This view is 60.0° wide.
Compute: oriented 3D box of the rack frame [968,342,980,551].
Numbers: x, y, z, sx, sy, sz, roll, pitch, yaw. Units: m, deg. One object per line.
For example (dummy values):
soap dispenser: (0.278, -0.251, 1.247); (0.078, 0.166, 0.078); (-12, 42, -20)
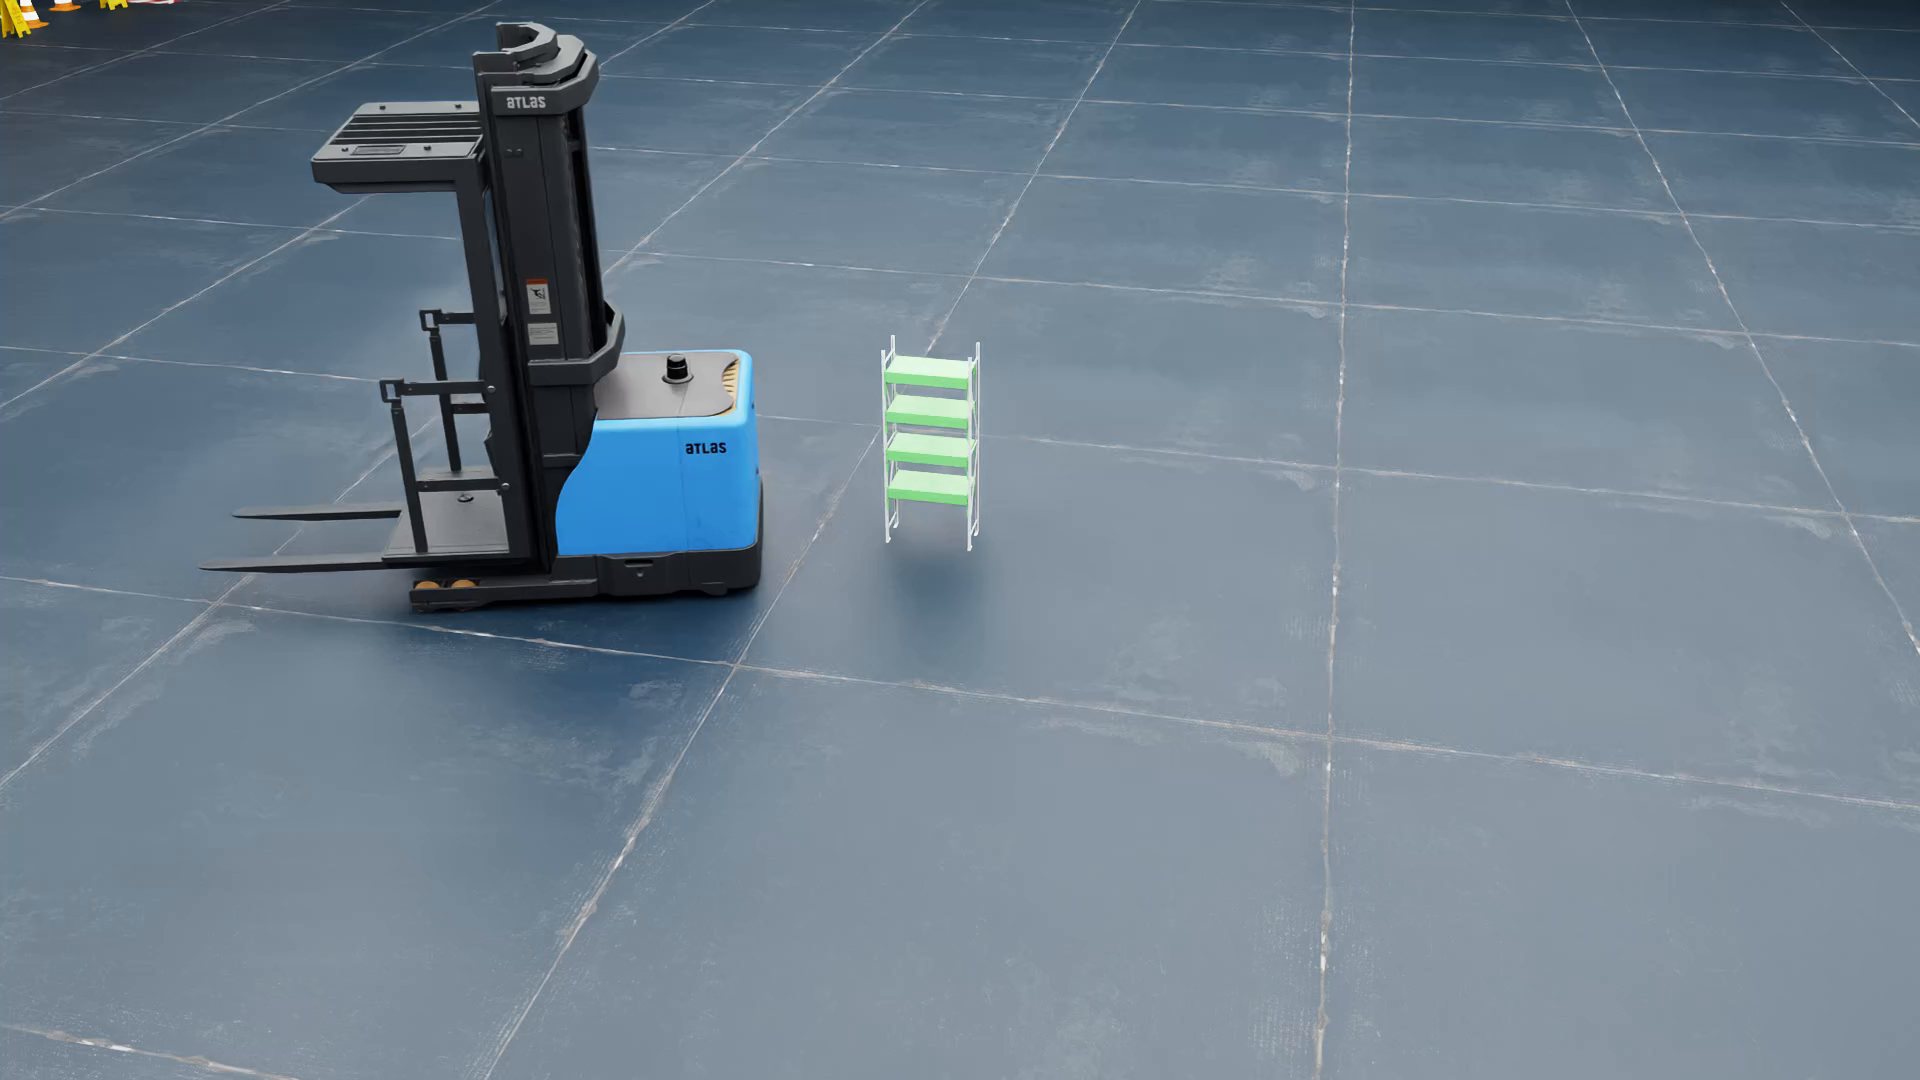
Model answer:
rack frame: (0.077, -0.518, 9.448); (0.015, 1.200, 0.240); (6, 29, 11)

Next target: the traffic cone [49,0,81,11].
traffic cone: (-12.599, -7.684, 23.303); (0.334, 0.463, 0.336); (6, 29, 11)

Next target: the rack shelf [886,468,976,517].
rack shelf: (-0.162, -0.276, 9.638); (0.480, 0.148, 0.258); (6, 29, 11)

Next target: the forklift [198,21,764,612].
forklift: (-2.650, -1.157, 8.811); (3.031, 2.935, 1.130); (-2, 29, -4)

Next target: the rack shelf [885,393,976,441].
rack shelf: (-0.162, -0.697, 9.408); (0.480, 0.148, 0.258); (6, 29, 11)

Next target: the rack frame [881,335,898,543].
rack frame: (-0.401, -0.567, 9.537); (0.015, 1.200, 0.240); (6, 29, 11)

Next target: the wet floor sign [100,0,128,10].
wet floor sign: (-11.946, -7.805, 23.335); (0.232, 0.644, 0.267); (17, 33, 28)

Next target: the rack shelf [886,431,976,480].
rack shelf: (-0.162, -0.487, 9.523); (0.480, 0.148, 0.258); (6, 29, 11)

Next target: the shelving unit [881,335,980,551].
shelving unit: (-0.162, -0.543, 9.492); (0.503, 1.200, 0.258); (6, 29, 11)

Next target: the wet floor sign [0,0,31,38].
wet floor sign: (-12.402, -6.919, 21.716); (0.232, 0.644, 0.267); (1, 29, 2)

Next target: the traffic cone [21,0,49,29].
traffic cone: (-12.498, -7.128, 22.289); (0.334, 0.463, 0.336); (6, 29, 11)

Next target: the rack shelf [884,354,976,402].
rack shelf: (-0.162, -0.908, 9.292); (0.480, 0.148, 0.258); (6, 29, 11)
